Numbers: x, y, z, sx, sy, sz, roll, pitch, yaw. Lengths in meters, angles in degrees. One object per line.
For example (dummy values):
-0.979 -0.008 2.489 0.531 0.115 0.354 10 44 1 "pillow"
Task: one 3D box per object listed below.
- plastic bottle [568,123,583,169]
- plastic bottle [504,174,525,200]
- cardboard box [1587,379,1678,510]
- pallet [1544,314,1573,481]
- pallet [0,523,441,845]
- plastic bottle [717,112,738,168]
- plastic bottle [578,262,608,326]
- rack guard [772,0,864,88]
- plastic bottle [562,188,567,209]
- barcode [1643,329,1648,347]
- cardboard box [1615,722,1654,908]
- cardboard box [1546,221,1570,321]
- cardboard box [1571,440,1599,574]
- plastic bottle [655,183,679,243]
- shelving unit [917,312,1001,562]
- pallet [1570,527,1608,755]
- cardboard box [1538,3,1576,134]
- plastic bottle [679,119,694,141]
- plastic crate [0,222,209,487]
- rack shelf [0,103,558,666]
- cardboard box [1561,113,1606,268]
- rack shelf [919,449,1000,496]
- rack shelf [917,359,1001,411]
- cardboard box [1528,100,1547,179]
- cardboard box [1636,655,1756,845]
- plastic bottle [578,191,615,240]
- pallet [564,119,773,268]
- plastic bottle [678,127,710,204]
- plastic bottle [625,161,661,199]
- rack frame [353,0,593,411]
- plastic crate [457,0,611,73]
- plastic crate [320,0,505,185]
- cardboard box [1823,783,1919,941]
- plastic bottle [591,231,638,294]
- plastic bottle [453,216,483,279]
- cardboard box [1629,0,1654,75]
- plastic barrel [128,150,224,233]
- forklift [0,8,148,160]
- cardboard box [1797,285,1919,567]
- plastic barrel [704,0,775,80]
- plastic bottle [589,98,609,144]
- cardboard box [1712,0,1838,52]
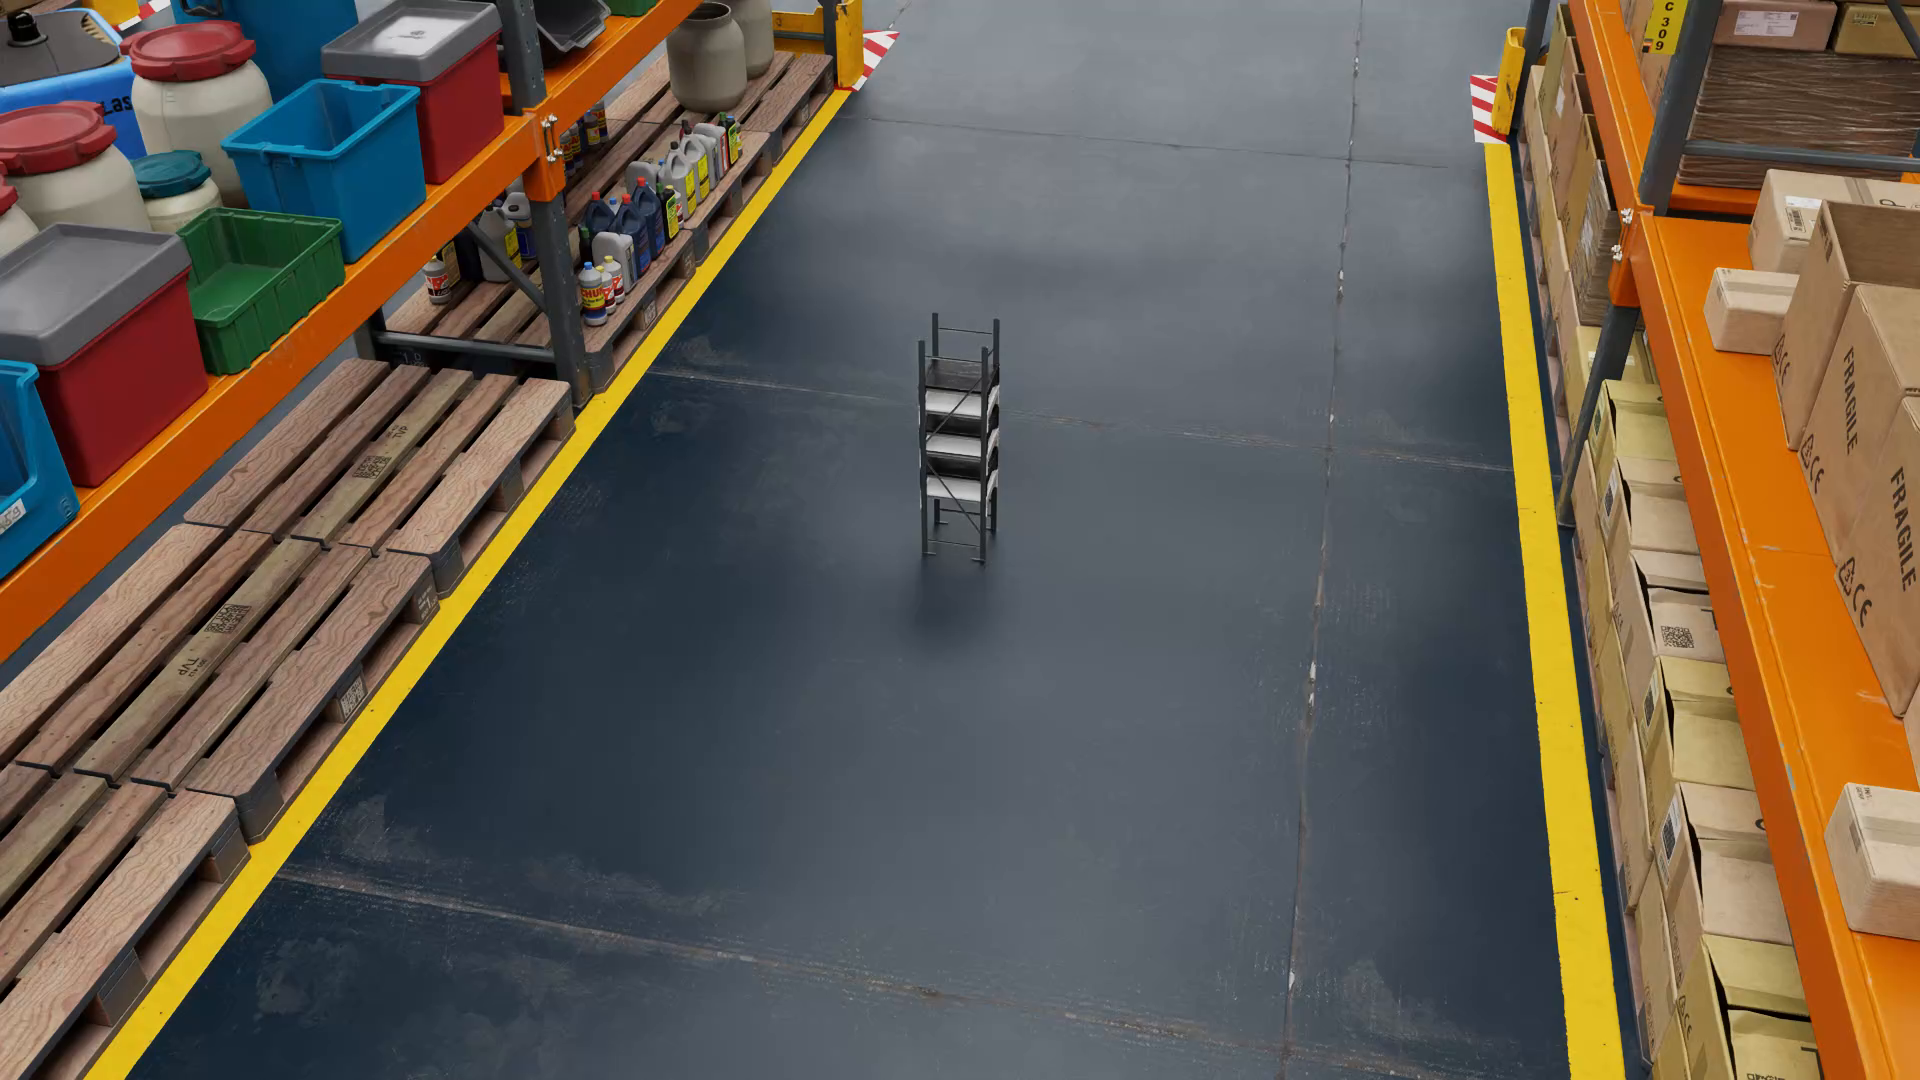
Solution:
-1.979 -2.027 8.441 0.097 0.271 0.097 0 36 0 "plastic bottle"
-2.102 -1.664 7.872 0.144 0.351 0.185 7 37 10 "plastic bottle"
2.439 -0.313 5.633 0.500 0.311 0.500 7 37 10 "cardboard box"
2.981 -0.556 6.837 1.003 0.211 1.213 7 37 10 "pallet"
-2.456 0.428 5.479 1.003 0.211 1.213 7 37 10 "pallet"
-1.185 -2.052 8.465 0.061 0.283 0.133 8 37 11 "plastic bottle"
-1.572 -1.059 7.105 0.097 0.271 0.097 0 36 0 "plastic bottle"
-1.184 -3.089 10.086 1.175 0.500 0.348 7 37 10 "rack guard"
-1.959 -1.716 8.001 0.061 0.283 0.133 7 37 10 "plastic bottle"
2.309 -0.695 5.590 0.001 0.075 0.075 7 37 10 "barcode"
2.114 0.791 4.588 0.500 0.250 0.500 8 37 11 "cardboard box"
2.865 -1.158 7.277 0.500 0.250 0.500 7 37 10 "cardboard box"
2.442 -0.091 5.805 0.500 0.250 0.500 6 36 9 "cardboard box"
-1.374 -1.544 7.764 0.061 0.283 0.133 9 37 12 "plastic bottle"
-0.002 -0.360 5.980 0.258 0.900 0.210 7 37 10 "shelving unit"
2.651 0.322 5.626 1.003 0.211 1.213 7 37 10 "pallet"
3.188 -2.322 8.243 0.500 0.500 0.500 7 37 10 "cardboard box"
-1.362 -1.993 8.384 0.061 0.283 0.133 7 37 10 "plastic bottle"
-2.278 -0.478 4.299 0.402 0.464 0.583 7 37 10 "plastic crate"
-2.495 -0.420 4.886 1.077 0.370 4.000 7 37 10 "rack shelf"
2.877 -1.460 7.055 0.500 0.500 0.500 7 37 10 "cardboard box"
-0.002 -0.260 6.052 0.258 0.077 0.200 7 37 10 "rack shelf"
-0.002 -0.551 5.841 0.258 0.077 0.200 7 37 10 "rack shelf"
3.190 -2.018 8.463 0.500 0.250 0.500 7 37 10 "cardboard box"
2.112 0.569 4.416 0.500 0.311 0.500 8 37 11 "cardboard box"
-1.631 -1.392 7.497 0.144 0.351 0.185 7 37 10 "plastic bottle"
-1.625 -1.810 8.567 1.003 0.211 1.213 7 37 10 "pallet"
-1.319 -1.832 8.105 0.144 0.351 0.185 9 37 12 "plastic bottle"
-1.509 -1.700 7.985 0.152 0.276 0.135 7 37 10 "plastic bottle"
-2.068 -1.858 6.257 1.000 3.000 0.127 7 37 10 "rack frame"
-1.832 -2.117 6.667 0.767 0.338 0.504 7 37 10 "plastic crate"
-1.872 -1.567 5.802 0.402 0.464 0.583 7 37 10 "plastic crate"
1.838 0.610 3.066 0.380 0.149 0.250 7 37 10 "cardboard box"
-1.529 -1.249 7.364 0.152 0.276 0.135 9 37 12 "plastic bottle"
-2.212 -1.368 7.464 0.144 0.351 0.185 6 36 9 "plastic bottle"
3.076 -2.120 6.535 0.700 0.500 0.500 8 37 11 "cardboard box"
-2.501 -1.062 5.277 0.301 0.262 0.301 0 36 0 "plastic barrel"
-5.087 -2.147 6.715 3.031 2.935 1.130 -23 42 -28 "forklift"
2.371 -0.248 3.950 0.500 0.500 0.500 7 37 10 "cardboard box"
-1.280 -2.927 9.494 0.421 0.512 0.421 0 36 0 "plastic barrel"
-1.905 -2.224 8.712 0.097 0.271 0.097 0 36 0 "plastic bottle"
2.619 -1.720 5.430 0.380 0.149 0.250 7 37 10 "cardboard box"
